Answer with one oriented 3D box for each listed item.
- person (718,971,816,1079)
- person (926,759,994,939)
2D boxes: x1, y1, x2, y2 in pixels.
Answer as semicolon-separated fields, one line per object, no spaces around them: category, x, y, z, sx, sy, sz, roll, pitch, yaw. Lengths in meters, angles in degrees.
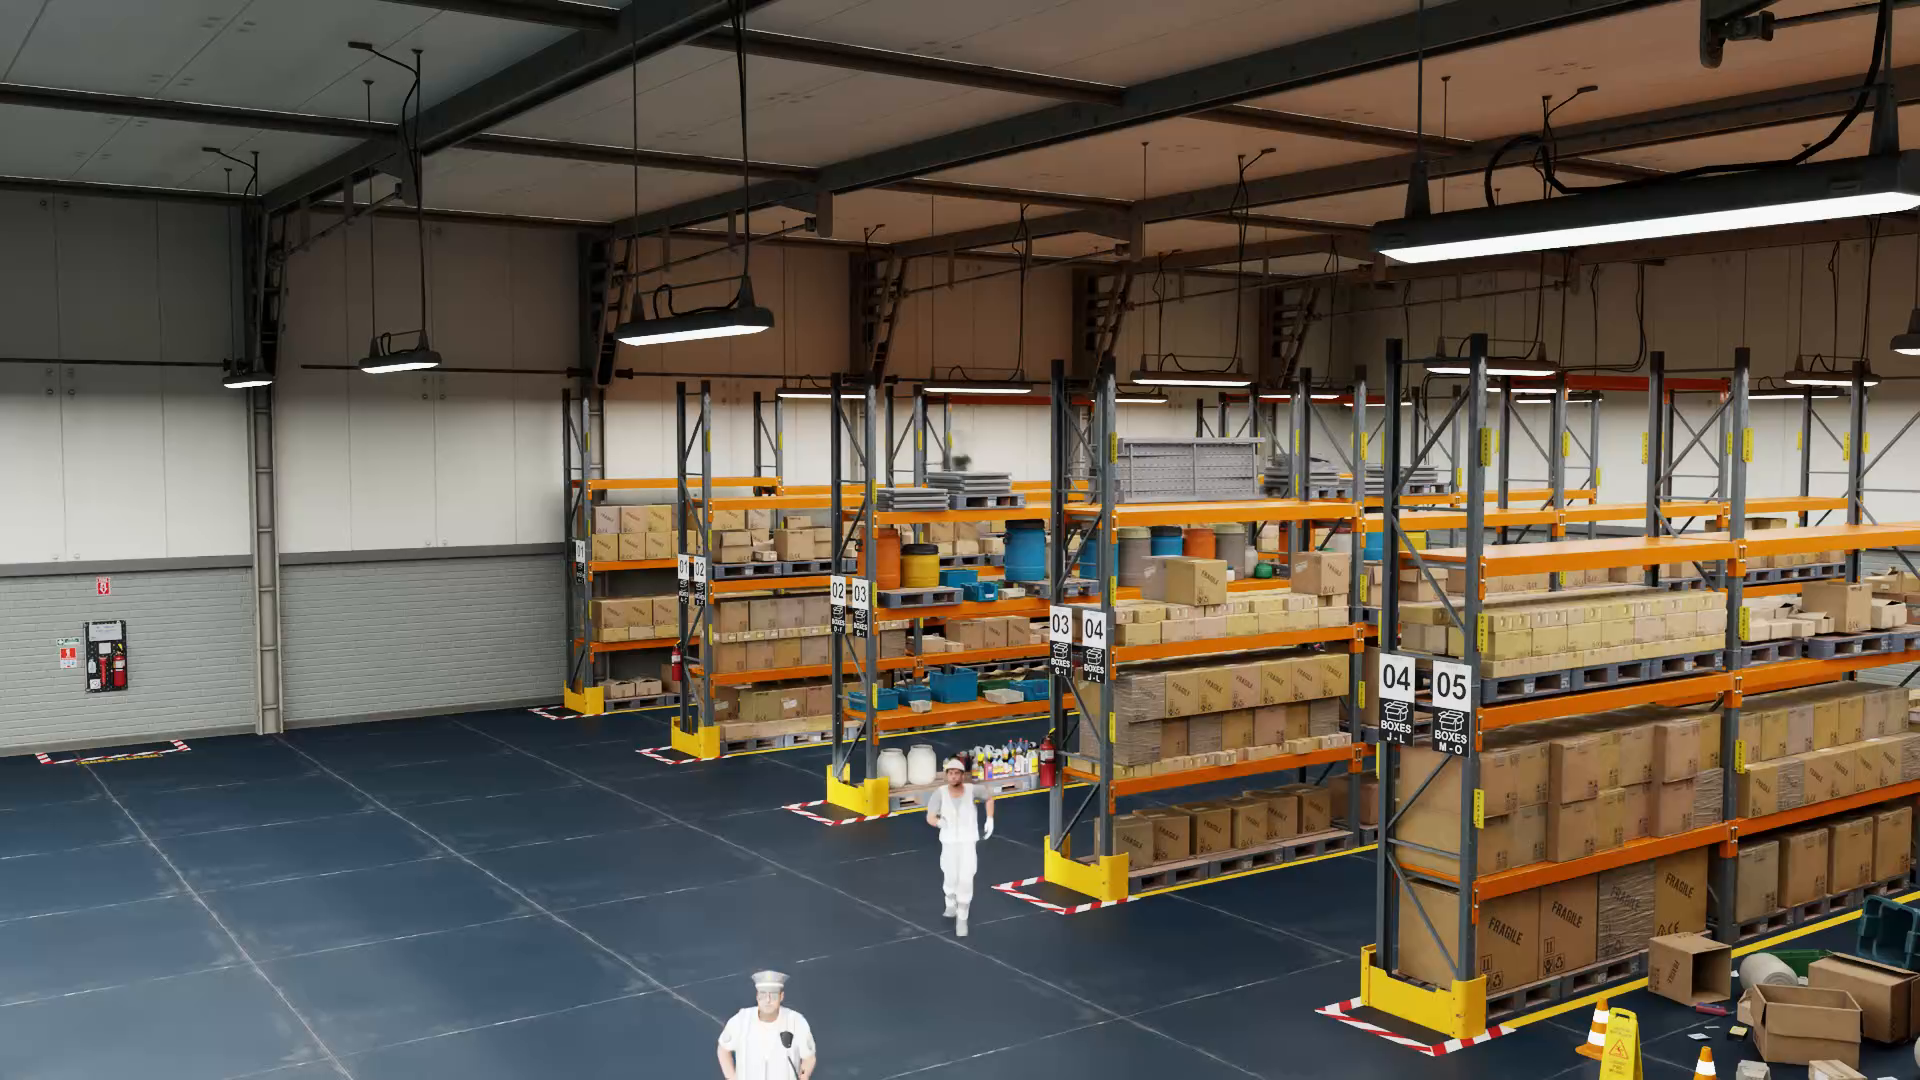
person;-1.237;3.605;10.635;0.637;1.737;0.588;0;4;-5
person;-0.001;3.164;17.251;0.676;1.819;0.906;0;4;7
